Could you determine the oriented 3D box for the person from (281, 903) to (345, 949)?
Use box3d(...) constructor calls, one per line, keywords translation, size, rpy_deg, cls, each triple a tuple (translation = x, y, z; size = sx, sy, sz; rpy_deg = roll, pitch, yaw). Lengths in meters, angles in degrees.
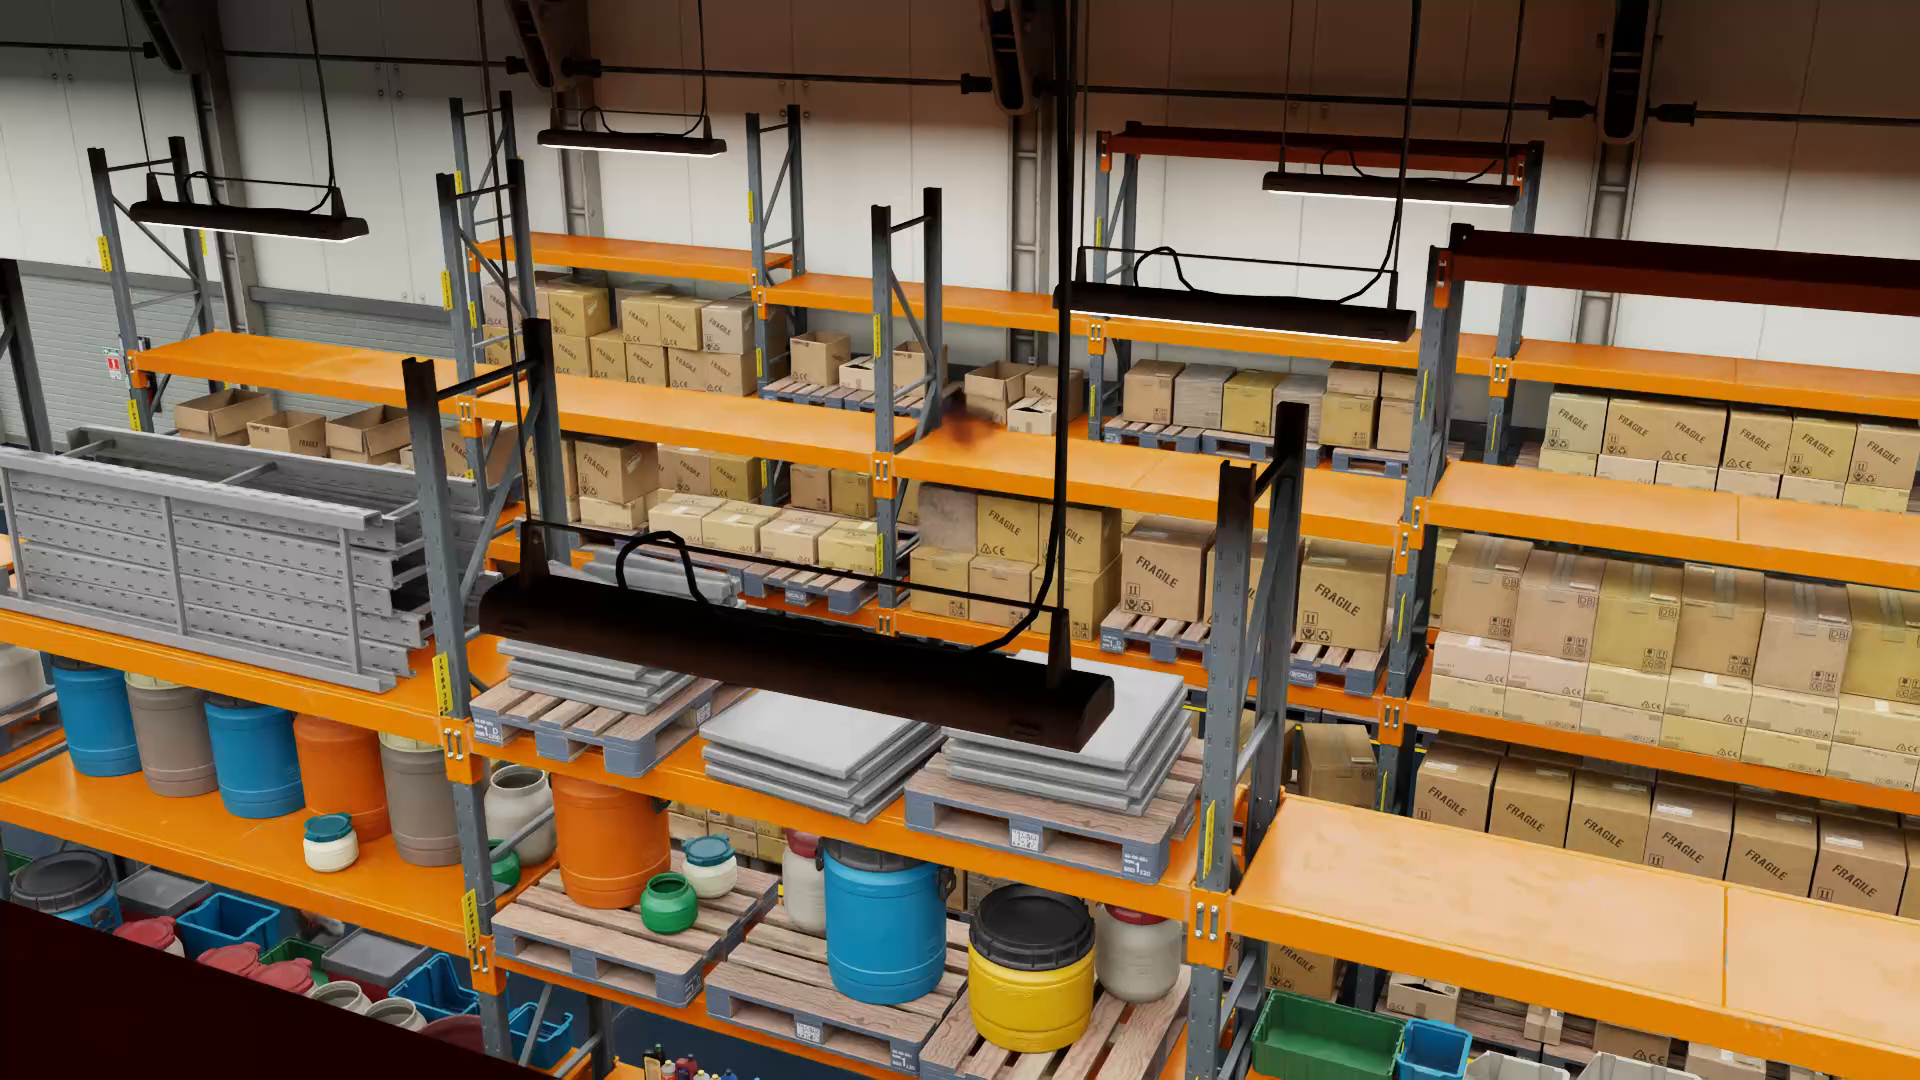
box3d(translation=(-5.094, 2.759, 12.926), size=(0.506, 1.790, 0.676), rpy_deg=(-7, 22, -18), cls="person")
